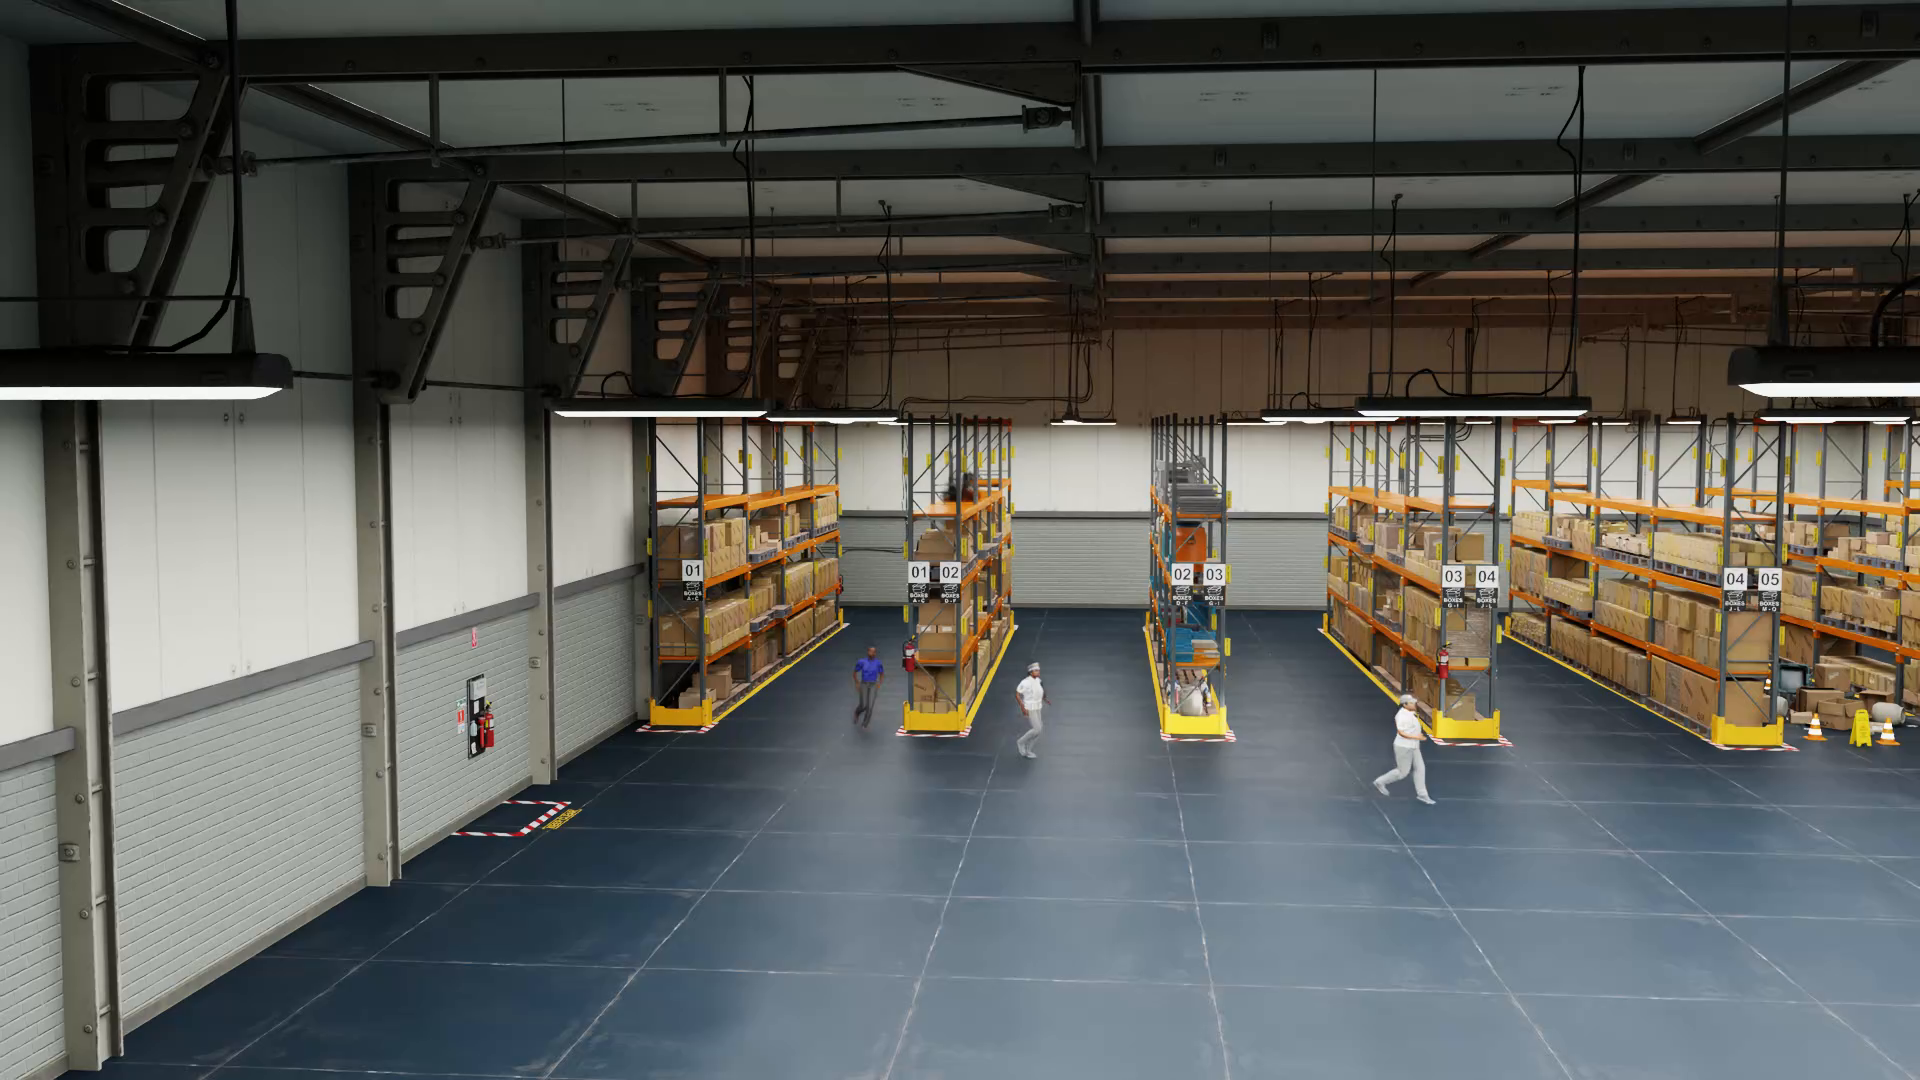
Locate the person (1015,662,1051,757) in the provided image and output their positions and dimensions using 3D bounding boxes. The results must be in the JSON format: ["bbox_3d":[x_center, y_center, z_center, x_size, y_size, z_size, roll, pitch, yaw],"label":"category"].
[{"bbox_3d":[1.298,2.950,28.889,0.543,1.666,0.587,3,5,36],"label":"person"}]

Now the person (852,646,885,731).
[{"bbox_3d":[-1.721,2.825,31.588,0.584,1.640,0.550,-1,4,-16],"label":"person"}]

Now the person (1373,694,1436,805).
[{"bbox_3d":[6.813,3.187,25.422,0.931,1.676,0.619,2,4,28],"label":"person"}]
